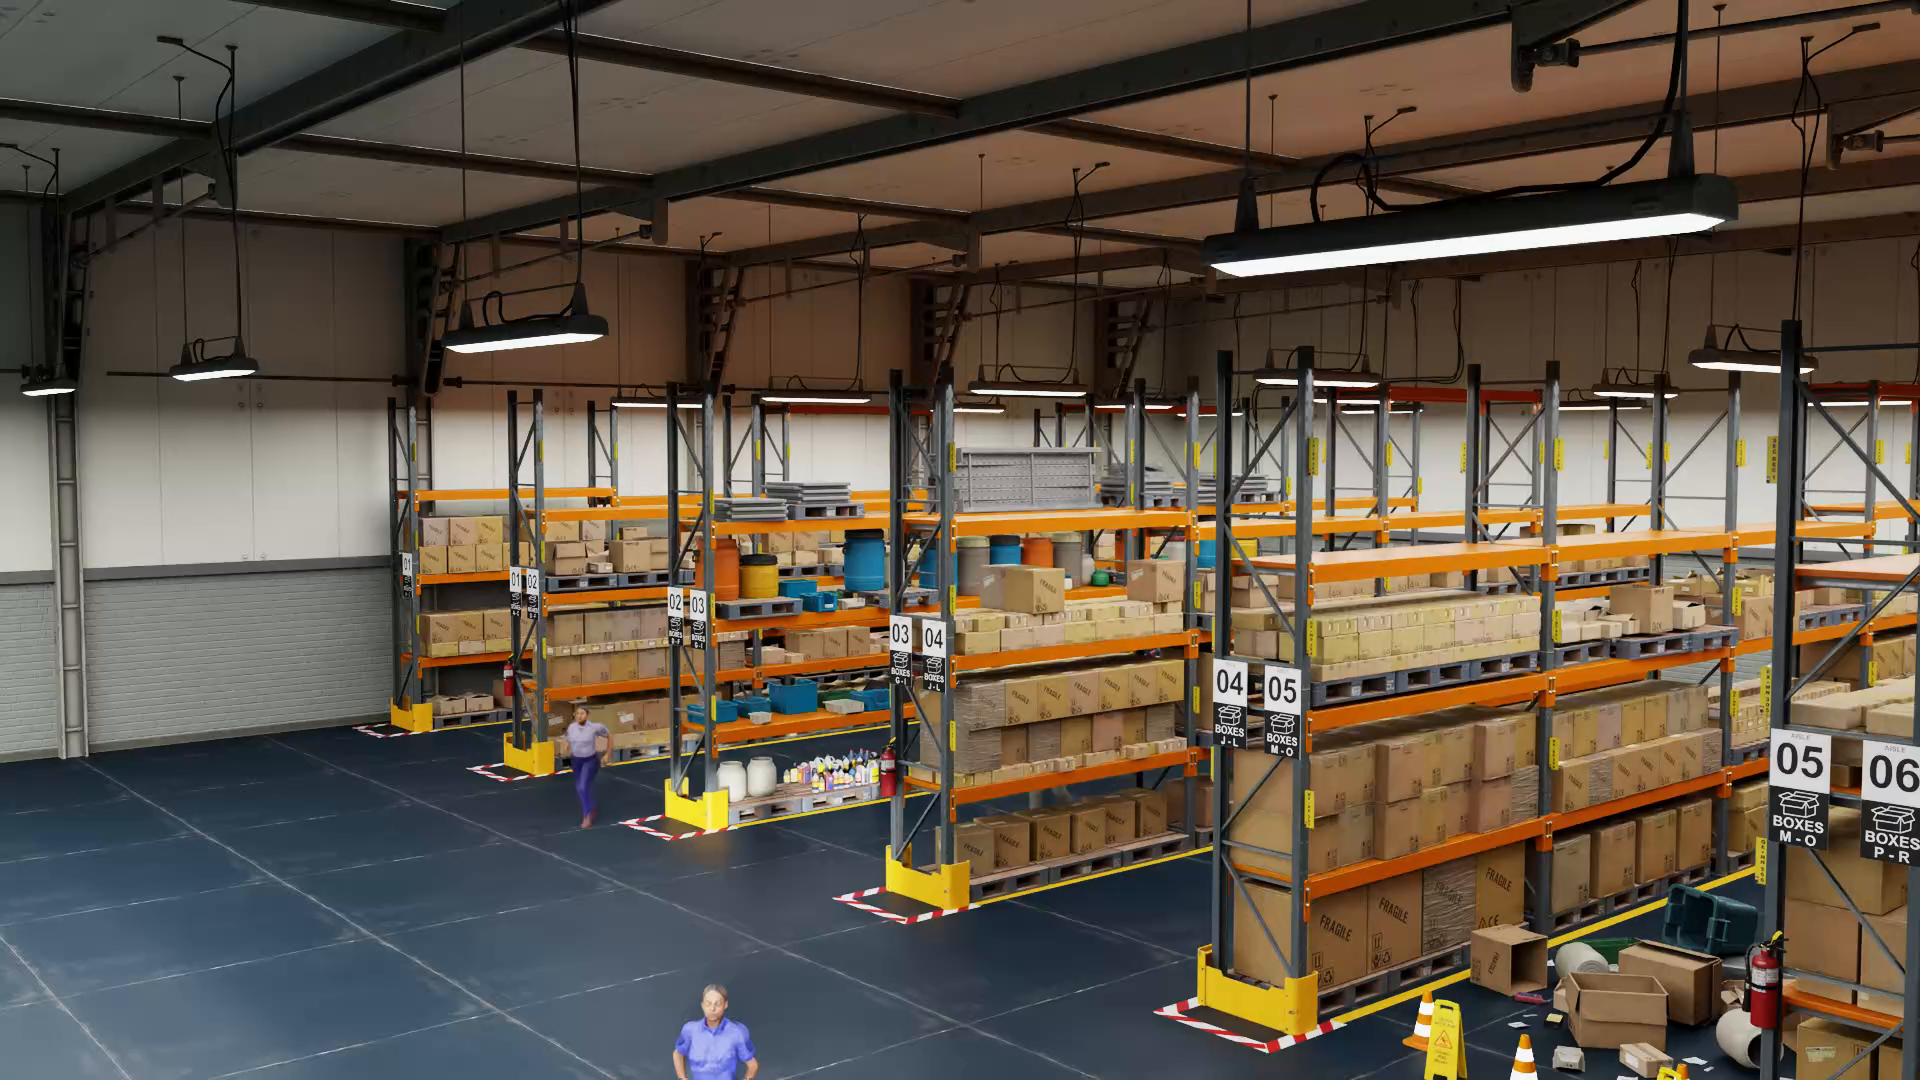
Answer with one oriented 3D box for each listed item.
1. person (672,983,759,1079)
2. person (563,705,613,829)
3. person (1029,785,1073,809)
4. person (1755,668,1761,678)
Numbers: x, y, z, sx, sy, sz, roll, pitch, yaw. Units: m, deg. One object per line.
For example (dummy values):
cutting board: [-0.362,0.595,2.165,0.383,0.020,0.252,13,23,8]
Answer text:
person: [-1.615,3.724,10.954,0.577,1.643,0.760,0,3,-1]
person: [-5.055,3.049,22.514,0.623,1.652,0.776,1,3,18]
person: [1.219,2.980,22.203,0.651,1.832,0.898,3,4,41]
person: [12.428,2.815,25.517,0.658,1.760,0.678,-2,4,-33]
